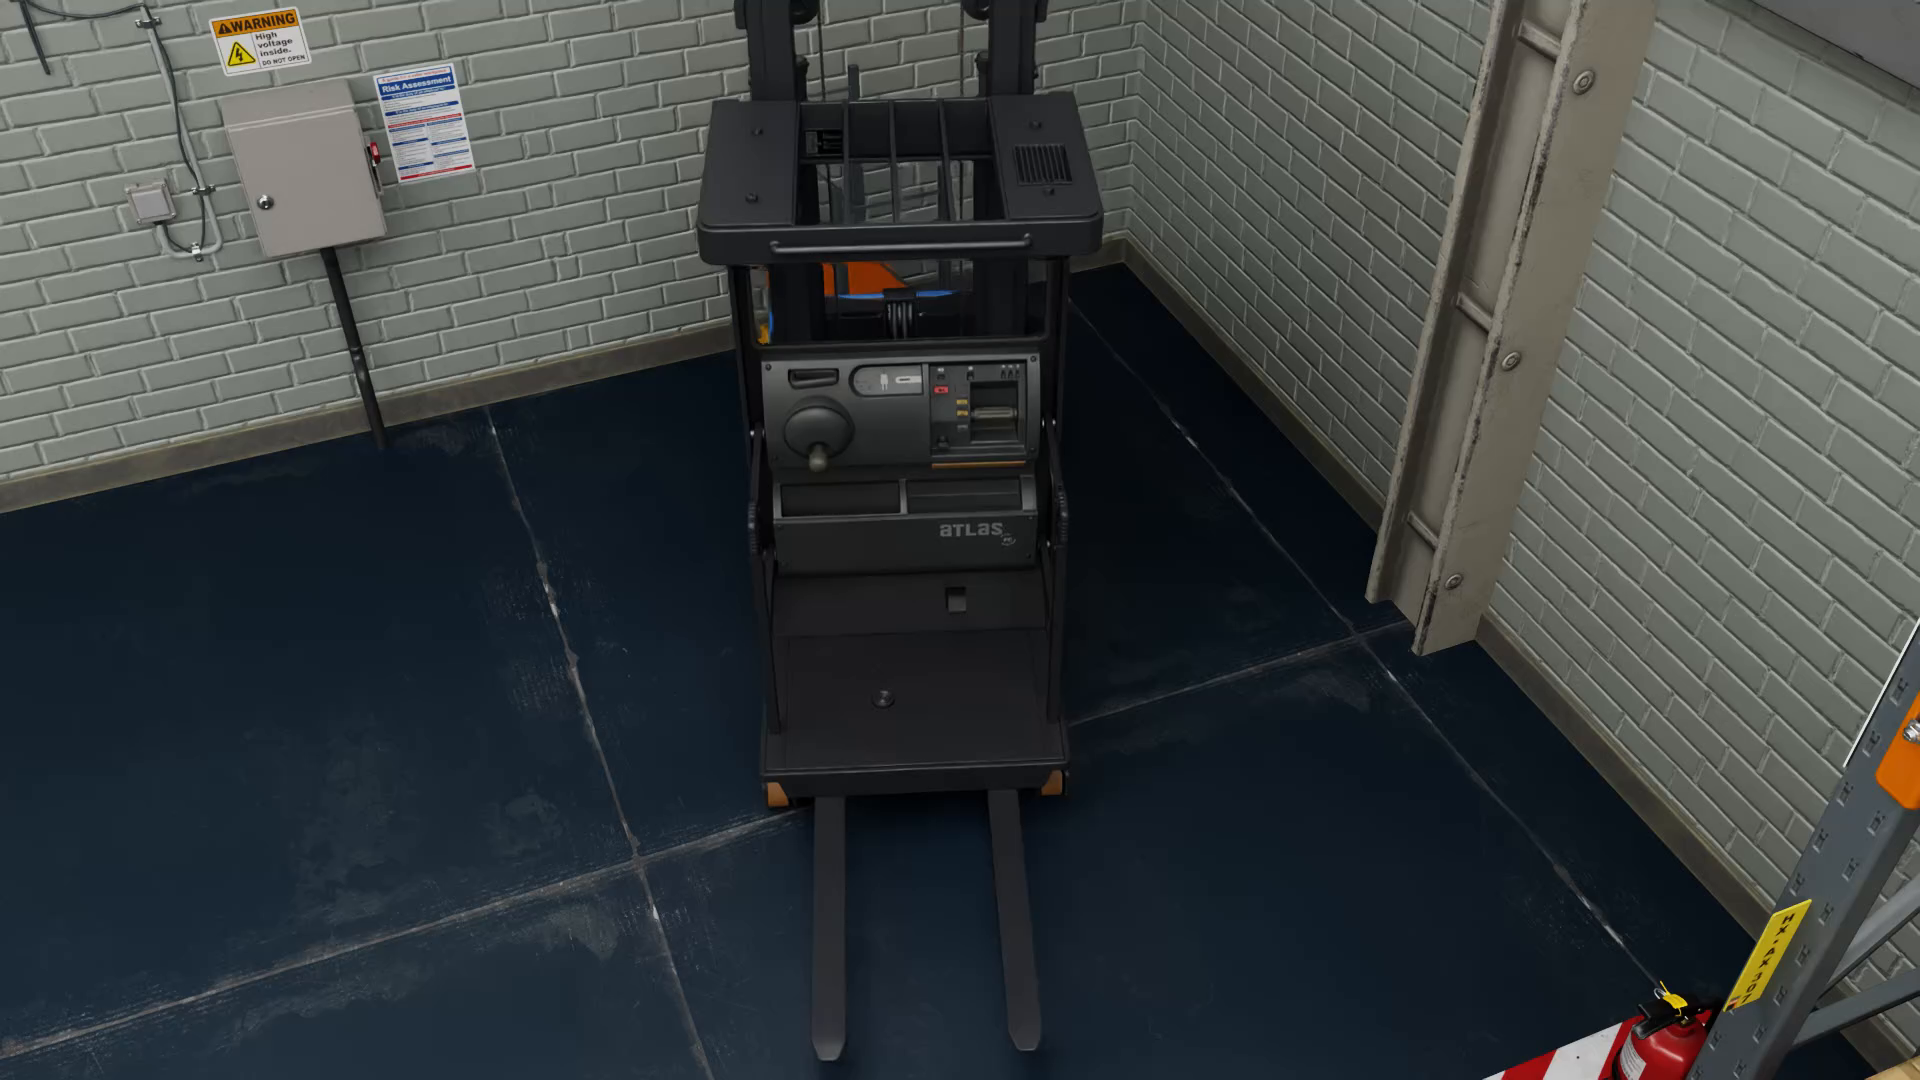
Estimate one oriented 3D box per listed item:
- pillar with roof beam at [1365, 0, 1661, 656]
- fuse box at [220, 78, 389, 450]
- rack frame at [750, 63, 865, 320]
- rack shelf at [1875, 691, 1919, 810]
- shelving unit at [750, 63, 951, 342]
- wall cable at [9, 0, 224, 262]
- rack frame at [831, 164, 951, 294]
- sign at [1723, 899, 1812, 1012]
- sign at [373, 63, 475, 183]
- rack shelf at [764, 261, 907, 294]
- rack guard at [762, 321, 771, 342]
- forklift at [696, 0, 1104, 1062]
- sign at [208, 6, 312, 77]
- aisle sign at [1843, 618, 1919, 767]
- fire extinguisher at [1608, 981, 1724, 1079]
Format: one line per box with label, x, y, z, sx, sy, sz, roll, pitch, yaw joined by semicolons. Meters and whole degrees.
pillar with roof beam;-2.064;-2.025;2.703;9.100;9.000;0.400;-15;43;-17
fuse box;-2.655;-1.073;7.186;0.539;1.711;0.414;-15;43;-17
rack frame;-0.686;-1.485;7.826;0.500;1.500;0.032;-16;43;-18
rack shelf;2.877;1.365;1.613;1.077;0.370;4.000;-15;43;-17
shelving unit;-0.483;-1.187;7.480;0.587;1.500;1.083;-16;43;-18
wall cable;-3.346;-1.872;6.347;0.588;1.984;0.122;-15;43;-17
rack frame;-0.274;-0.878;7.121;0.500;1.500;0.032;-16;43;-18
sign;1.611;0.832;3.318;0.100;0.325;0.005;-15;43;-17
sign;-2.278;-1.774;7.085;0.329;0.494;0.001;-15;43;-17
rack shelf;-0.480;-1.045;7.591;0.538;0.185;1.000;-16;43;-18
rack guard;-0.685;-1.010;8.233;0.587;0.250;0.087;-16;43;-18
forklift;-0.180;-0.354;5.414;1.130;2.935;3.031;-2;41;-2
sign;-2.785;-1.986;6.625;0.339;0.242;0.001;-15;43;-17
aisle sign;1.815;0.071;2.873;0.394;0.787;0.004;-15;43;-17
fire extinguisher;1.629;1.222;3.873;0.296;0.674;0.183;-15;43;-17
